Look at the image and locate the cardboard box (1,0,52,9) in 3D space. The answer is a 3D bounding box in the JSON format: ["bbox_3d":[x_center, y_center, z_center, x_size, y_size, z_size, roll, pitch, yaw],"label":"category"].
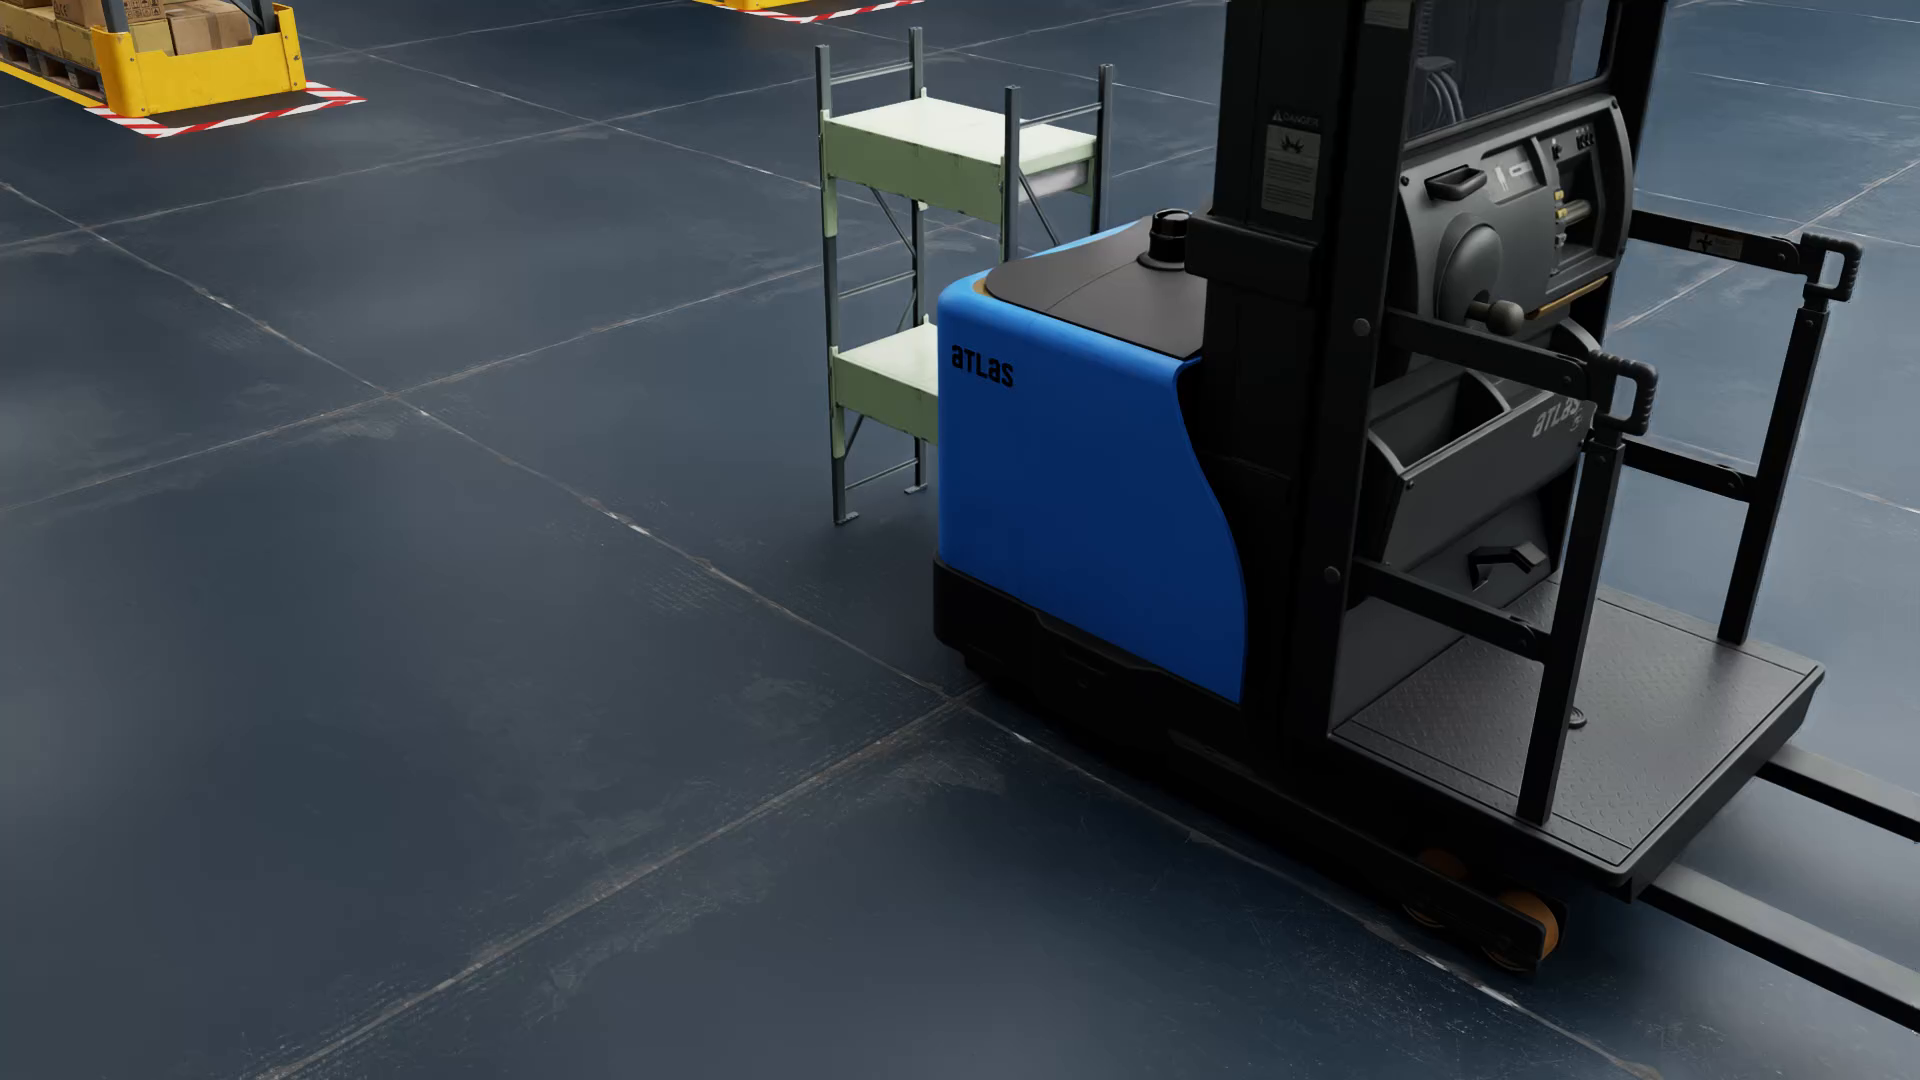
[{"bbox_3d":[-6.109,-3.849,11.045,0.500,0.500,0.500,25,36,38],"label":"cardboard box"}]

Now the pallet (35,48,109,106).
[{"bbox_3d":[-5.369,-3.152,11.018,1.213,0.211,1.003,25,36,38],"label":"pallet"}]

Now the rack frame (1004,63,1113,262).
[{"bbox_3d":[0.262,-0.543,4.672,0.023,1.500,0.400,25,36,38],"label":"rack frame"}]

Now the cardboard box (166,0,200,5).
[{"bbox_3d":[-5.380,-3.530,11.244,0.500,0.250,0.500,25,36,38],"label":"cardboard box"}]

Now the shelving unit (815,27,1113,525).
[{"bbox_3d":[0.002,-0.663,4.900,0.755,1.500,0.431,25,36,38],"label":"shelving unit"}]

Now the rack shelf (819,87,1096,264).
[{"bbox_3d":[0.002,-1.008,4.718,0.720,0.370,0.431,25,36,38],"label":"rack shelf"}]

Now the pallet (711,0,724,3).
[{"bbox_3d":[-1.982,-4.835,14.219,1.213,0.211,1.003,25,36,38],"label":"pallet"}]

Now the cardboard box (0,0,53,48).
[{"bbox_3d":[-6.107,-3.518,11.221,0.500,0.250,0.500,25,36,38],"label":"cardboard box"}]

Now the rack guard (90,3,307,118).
[{"bbox_3d":[-4.777,-3.036,10.487,0.348,0.500,1.175,25,36,38],"label":"rack guard"}]

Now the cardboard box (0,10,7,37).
[{"bbox_3d":[-6.462,-3.682,11.532,0.500,0.250,0.500,25,36,38],"label":"cardboard box"}]

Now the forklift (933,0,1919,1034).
[{"bbox_3d":[1.328,-0.661,3.358,3.031,2.935,1.130,25,36,38],"label":"forklift"}]

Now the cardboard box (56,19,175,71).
[{"bbox_3d":[-5.384,-3.196,10.609,0.500,0.250,0.500,25,36,38],"label":"cardboard box"}]

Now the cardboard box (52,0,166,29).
[{"bbox_3d":[-5.385,-3.528,10.433,0.500,0.500,0.500,25,36,38],"label":"cardboard box"}]

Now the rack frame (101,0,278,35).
[{"bbox_3d":[-4.794,-4.151,9.921,0.127,3.000,1.000,25,36,38],"label":"rack frame"}]

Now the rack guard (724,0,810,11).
[{"bbox_3d":[-1.406,-4.696,13.644,0.348,0.500,1.175,25,36,38],"label":"rack guard"}]

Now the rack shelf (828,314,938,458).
[{"bbox_3d":[0.002,-0.375,5.051,0.720,0.370,0.431,25,36,38],"label":"rack shelf"}]

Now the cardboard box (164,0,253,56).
[{"bbox_3d":[-5.021,-3.368,10.936,0.500,0.250,0.500,25,36,38],"label":"cardboard box"}]

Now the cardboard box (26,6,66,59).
[{"bbox_3d":[-5.749,-3.356,10.912,0.500,0.250,0.500,25,36,38],"label":"cardboard box"}]

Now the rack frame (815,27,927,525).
[{"bbox_3d":[-0.259,-0.783,5.127,0.023,1.500,0.400,25,36,38],"label":"rack frame"}]

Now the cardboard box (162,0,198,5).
[{"bbox_3d":[-5.379,-3.863,11.071,0.500,0.500,0.500,25,36,38],"label":"cardboard box"}]

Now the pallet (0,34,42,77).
[{"bbox_3d":[-6.235,-3.550,11.775,1.213,0.211,1.003,25,36,38],"label":"pallet"}]
